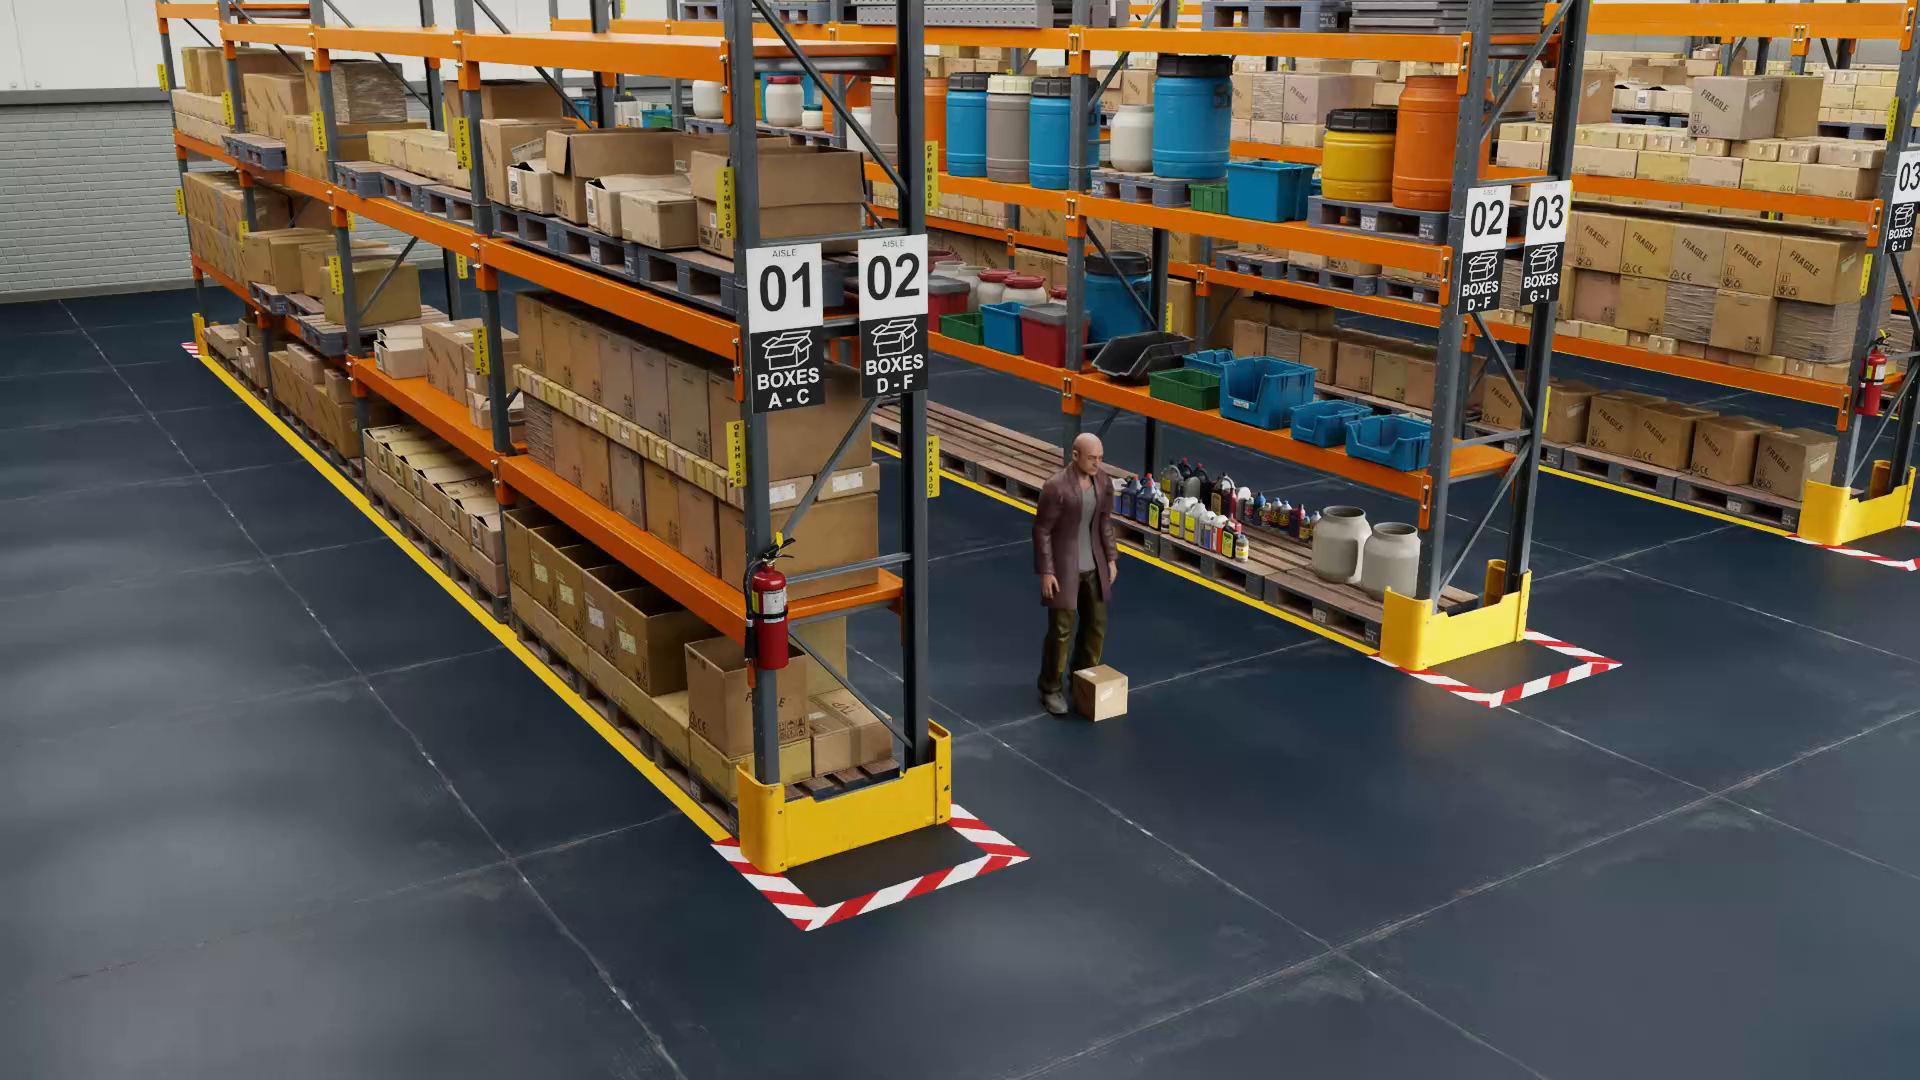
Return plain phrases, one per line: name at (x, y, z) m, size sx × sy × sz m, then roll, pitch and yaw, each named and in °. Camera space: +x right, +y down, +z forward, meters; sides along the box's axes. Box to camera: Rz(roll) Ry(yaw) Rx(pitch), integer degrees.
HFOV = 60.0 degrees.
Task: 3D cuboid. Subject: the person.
person at (0.737, 0.181, 10.516) m, size 0.641 × 1.773 × 0.424 m, roll -12°, pitch 21°, yaw -33°
